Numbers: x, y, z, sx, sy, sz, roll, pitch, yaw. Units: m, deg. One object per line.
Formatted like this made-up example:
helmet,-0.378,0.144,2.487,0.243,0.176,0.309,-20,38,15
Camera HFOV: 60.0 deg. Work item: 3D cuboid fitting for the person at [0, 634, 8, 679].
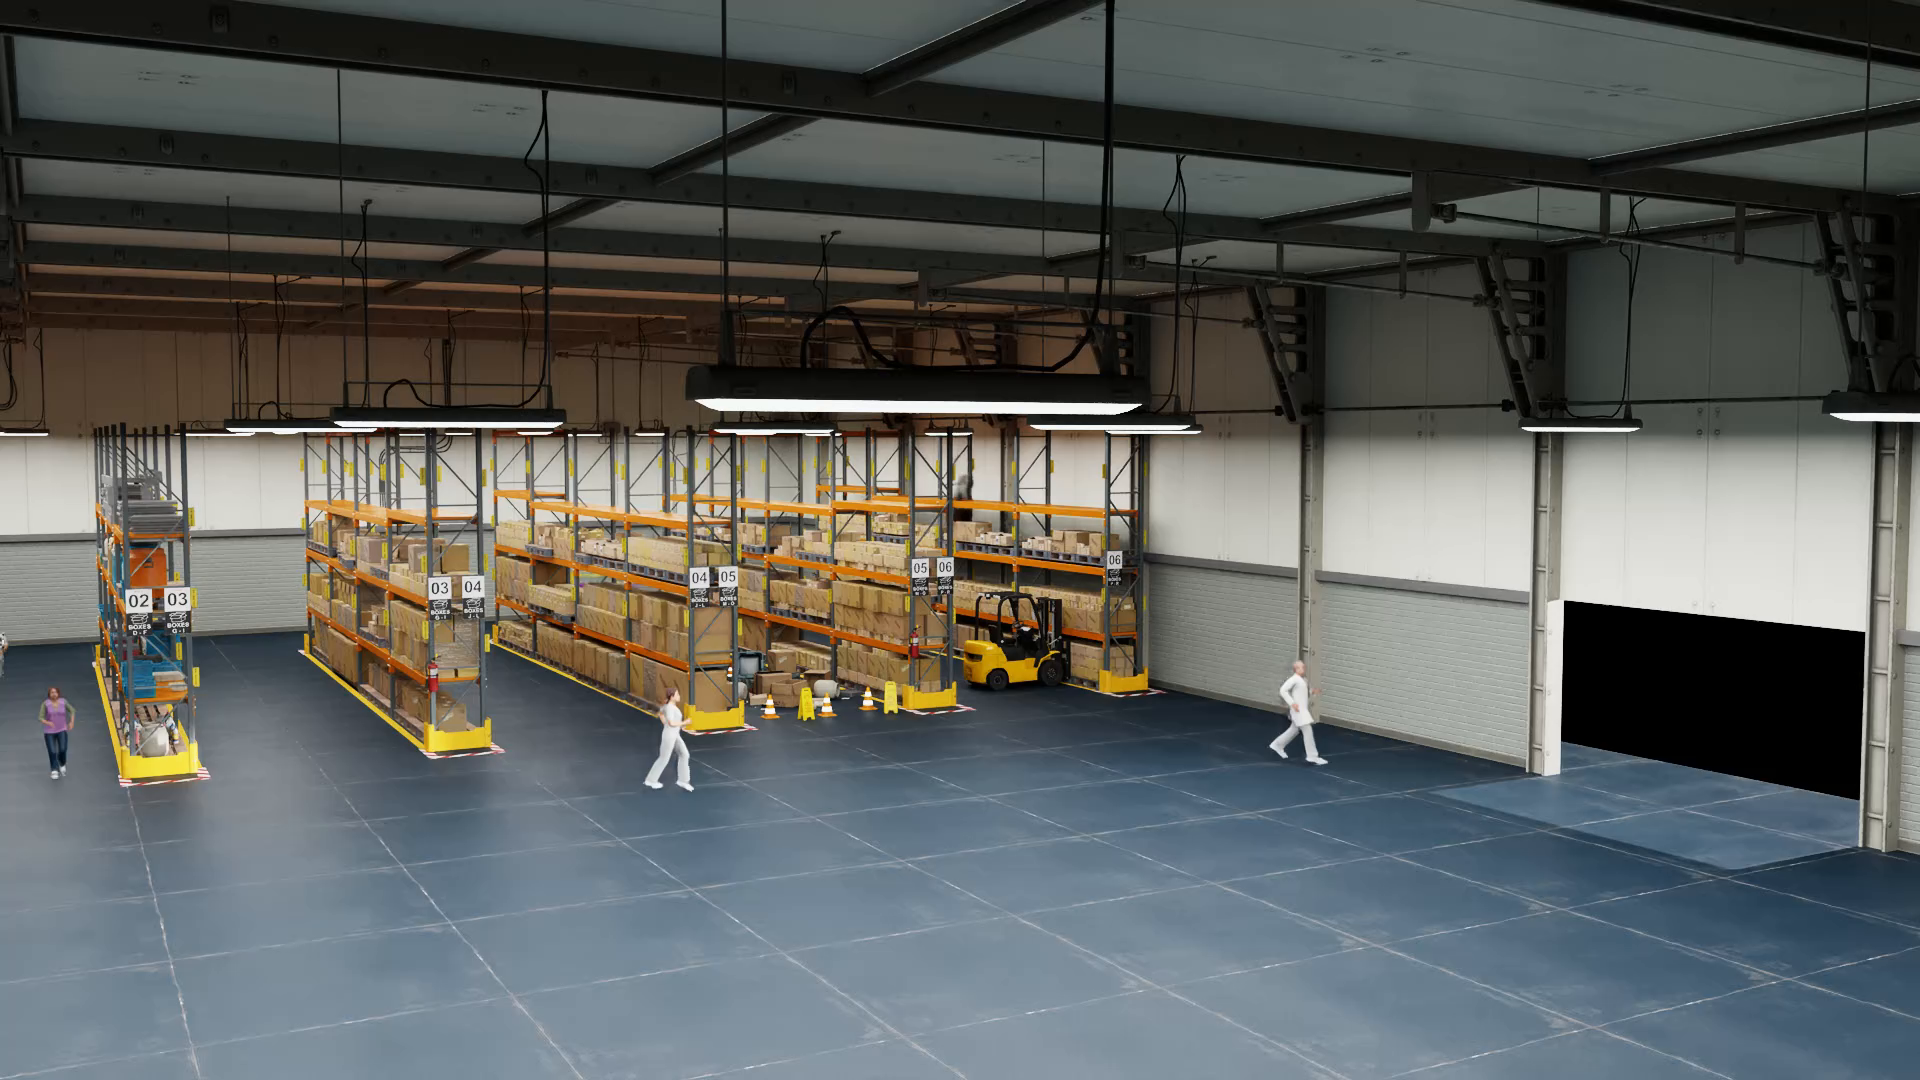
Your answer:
person,-21.504,2.657,36.999,0.576,1.631,0.721,-3,5,-41

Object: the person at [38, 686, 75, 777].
person,-15.184,3.238,27.973,0.562,1.550,0.605,-2,4,-33

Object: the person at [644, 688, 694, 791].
person,-4.717,3.248,27.016,0.825,1.713,0.511,0,3,1

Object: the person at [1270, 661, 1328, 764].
person,5.984,3.027,29.329,1.042,1.775,0.697,1,4,21
